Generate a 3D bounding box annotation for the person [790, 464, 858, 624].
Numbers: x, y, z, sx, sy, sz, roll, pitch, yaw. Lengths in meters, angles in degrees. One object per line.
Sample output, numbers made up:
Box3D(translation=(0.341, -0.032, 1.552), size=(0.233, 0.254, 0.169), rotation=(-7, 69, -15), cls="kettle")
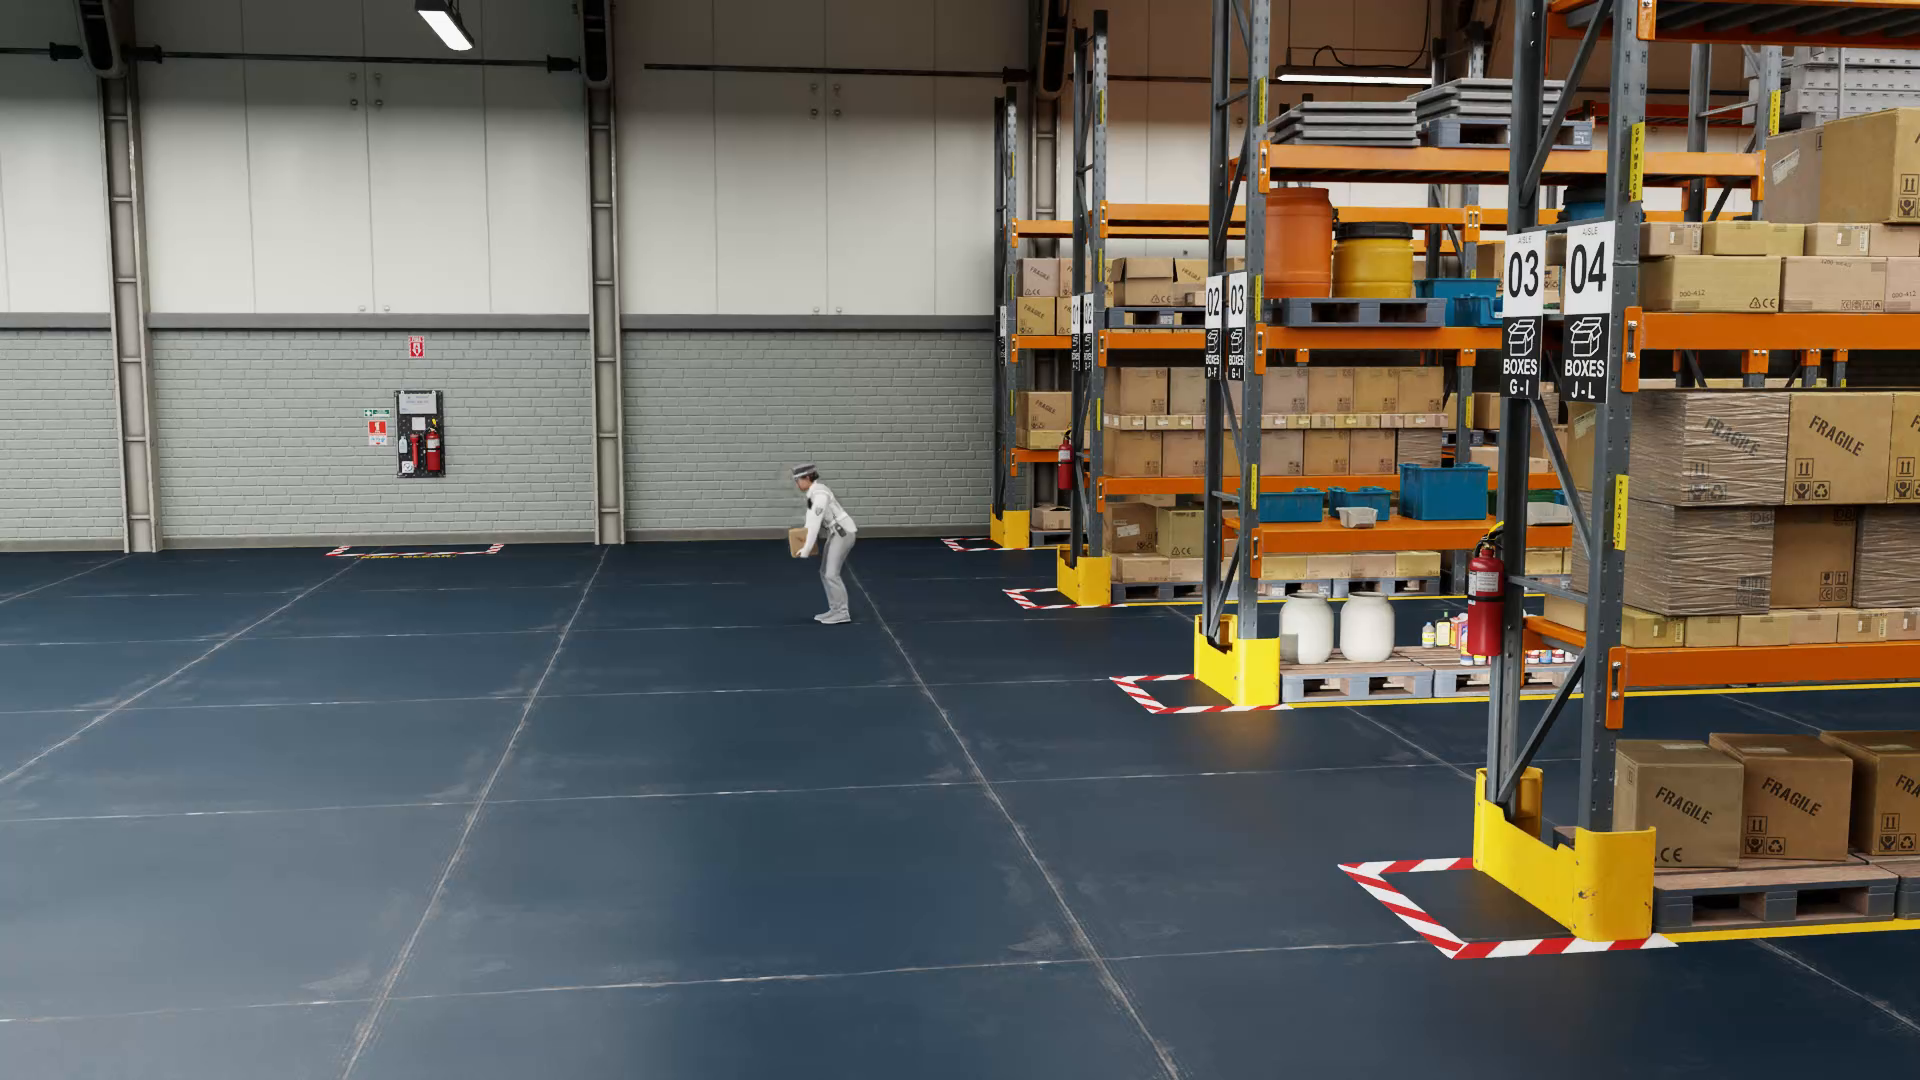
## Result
Box3D(translation=(-1.316, 0.037, 16.084), size=(0.648, 1.541, 0.410), rotation=(-1, 7, -10), cls="person")
